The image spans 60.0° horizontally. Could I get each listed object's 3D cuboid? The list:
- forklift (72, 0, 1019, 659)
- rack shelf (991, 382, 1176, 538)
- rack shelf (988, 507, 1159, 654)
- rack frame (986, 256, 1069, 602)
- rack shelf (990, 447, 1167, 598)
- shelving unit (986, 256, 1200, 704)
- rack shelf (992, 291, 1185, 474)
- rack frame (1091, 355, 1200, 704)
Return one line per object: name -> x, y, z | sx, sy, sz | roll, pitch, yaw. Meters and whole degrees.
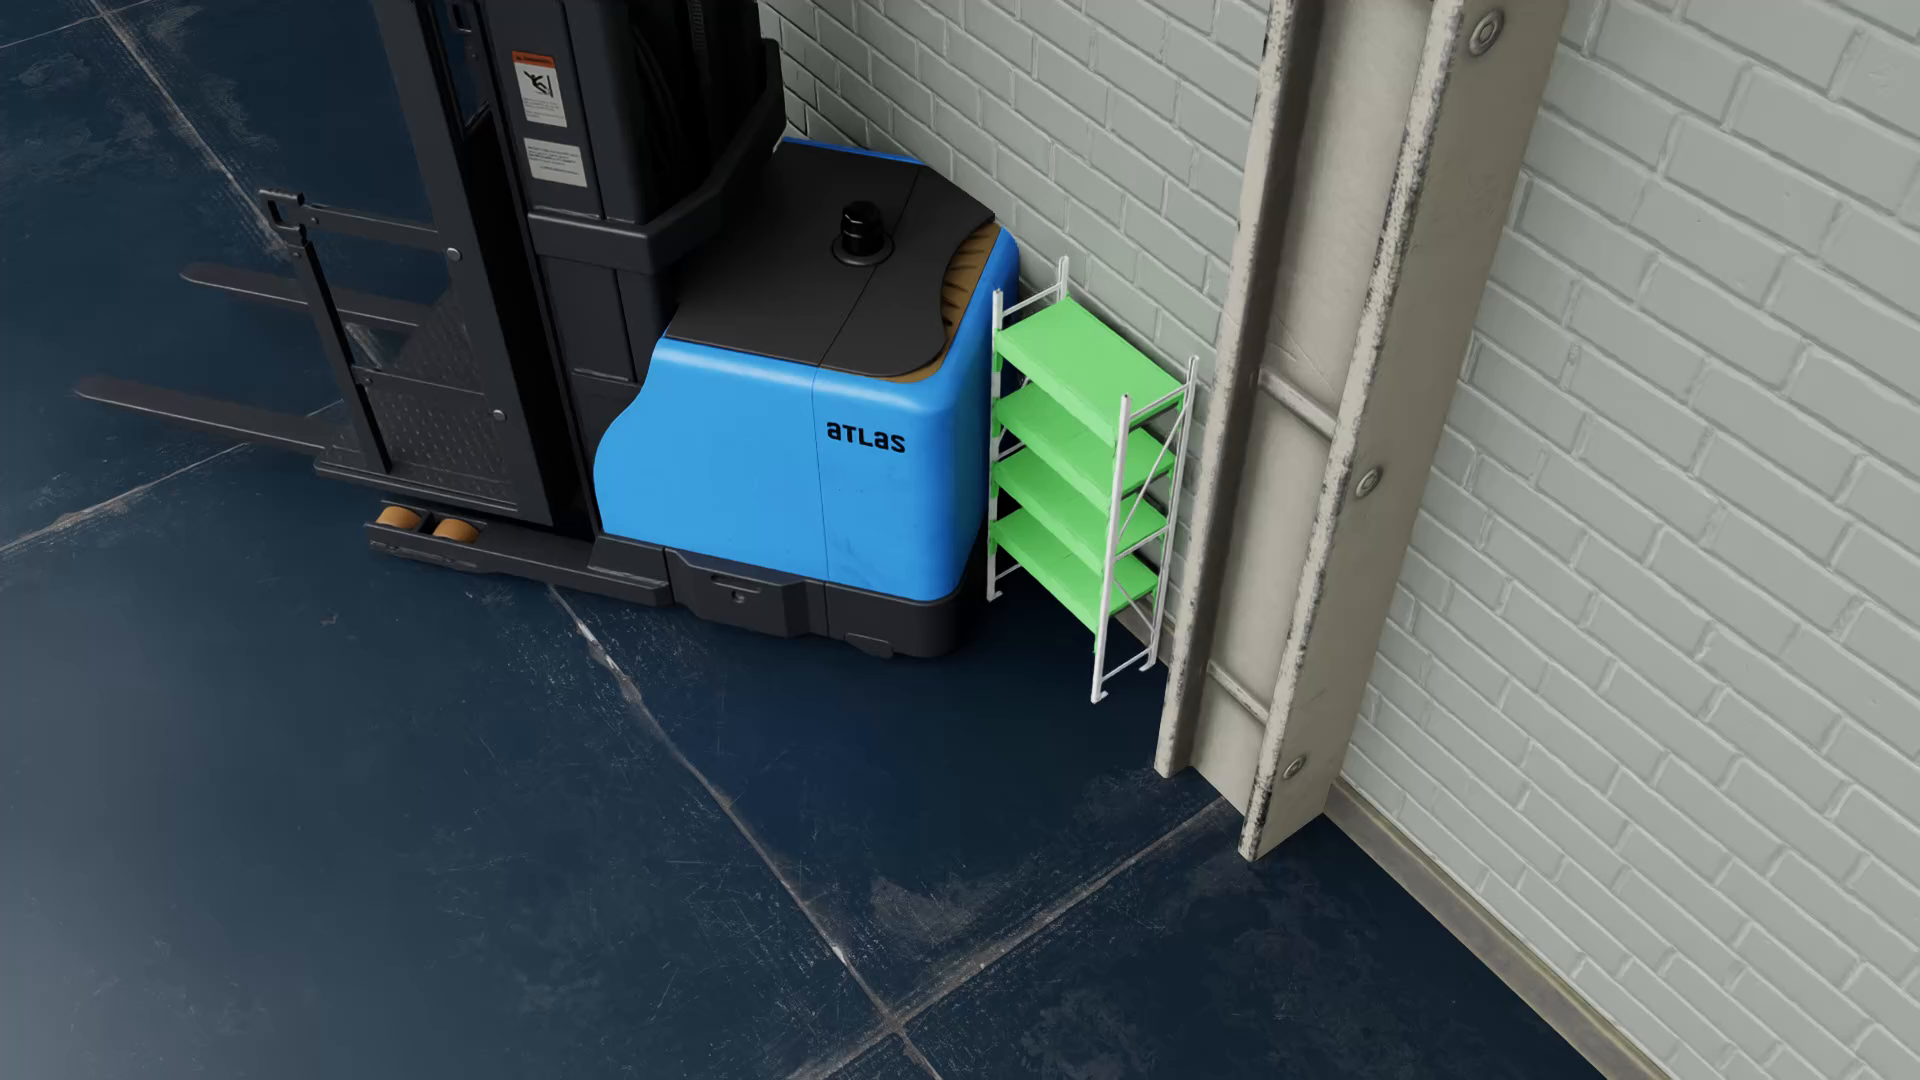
forklift -> -1.334, -1.254, 4.408 | 3.031, 2.935, 1.130 | 12, 49, 11
rack shelf -> 0.331, -0.248, 4.427 | 0.258, 0.148, 0.480 | -30, 54, -24
rack shelf -> 0.330, 0.075, 4.782 | 0.258, 0.148, 0.480 | -30, 54, -24
rack frame -> 0.181, -0.273, 4.687 | 0.240, 1.200, 0.015 | -30, 54, -24
rack shelf -> 0.331, -0.087, 4.605 | 0.258, 0.148, 0.480 | -30, 54, -24
shelving unit -> 0.331, -0.130, 4.557 | 0.258, 1.200, 0.503 | -30, 54, -24
rack shelf -> 0.332, -0.410, 4.250 | 0.258, 0.148, 0.480 | -30, 54, -24
rack frame -> 0.481, 0.013, 4.428 | 0.240, 1.200, 0.015 | -30, 54, -24
